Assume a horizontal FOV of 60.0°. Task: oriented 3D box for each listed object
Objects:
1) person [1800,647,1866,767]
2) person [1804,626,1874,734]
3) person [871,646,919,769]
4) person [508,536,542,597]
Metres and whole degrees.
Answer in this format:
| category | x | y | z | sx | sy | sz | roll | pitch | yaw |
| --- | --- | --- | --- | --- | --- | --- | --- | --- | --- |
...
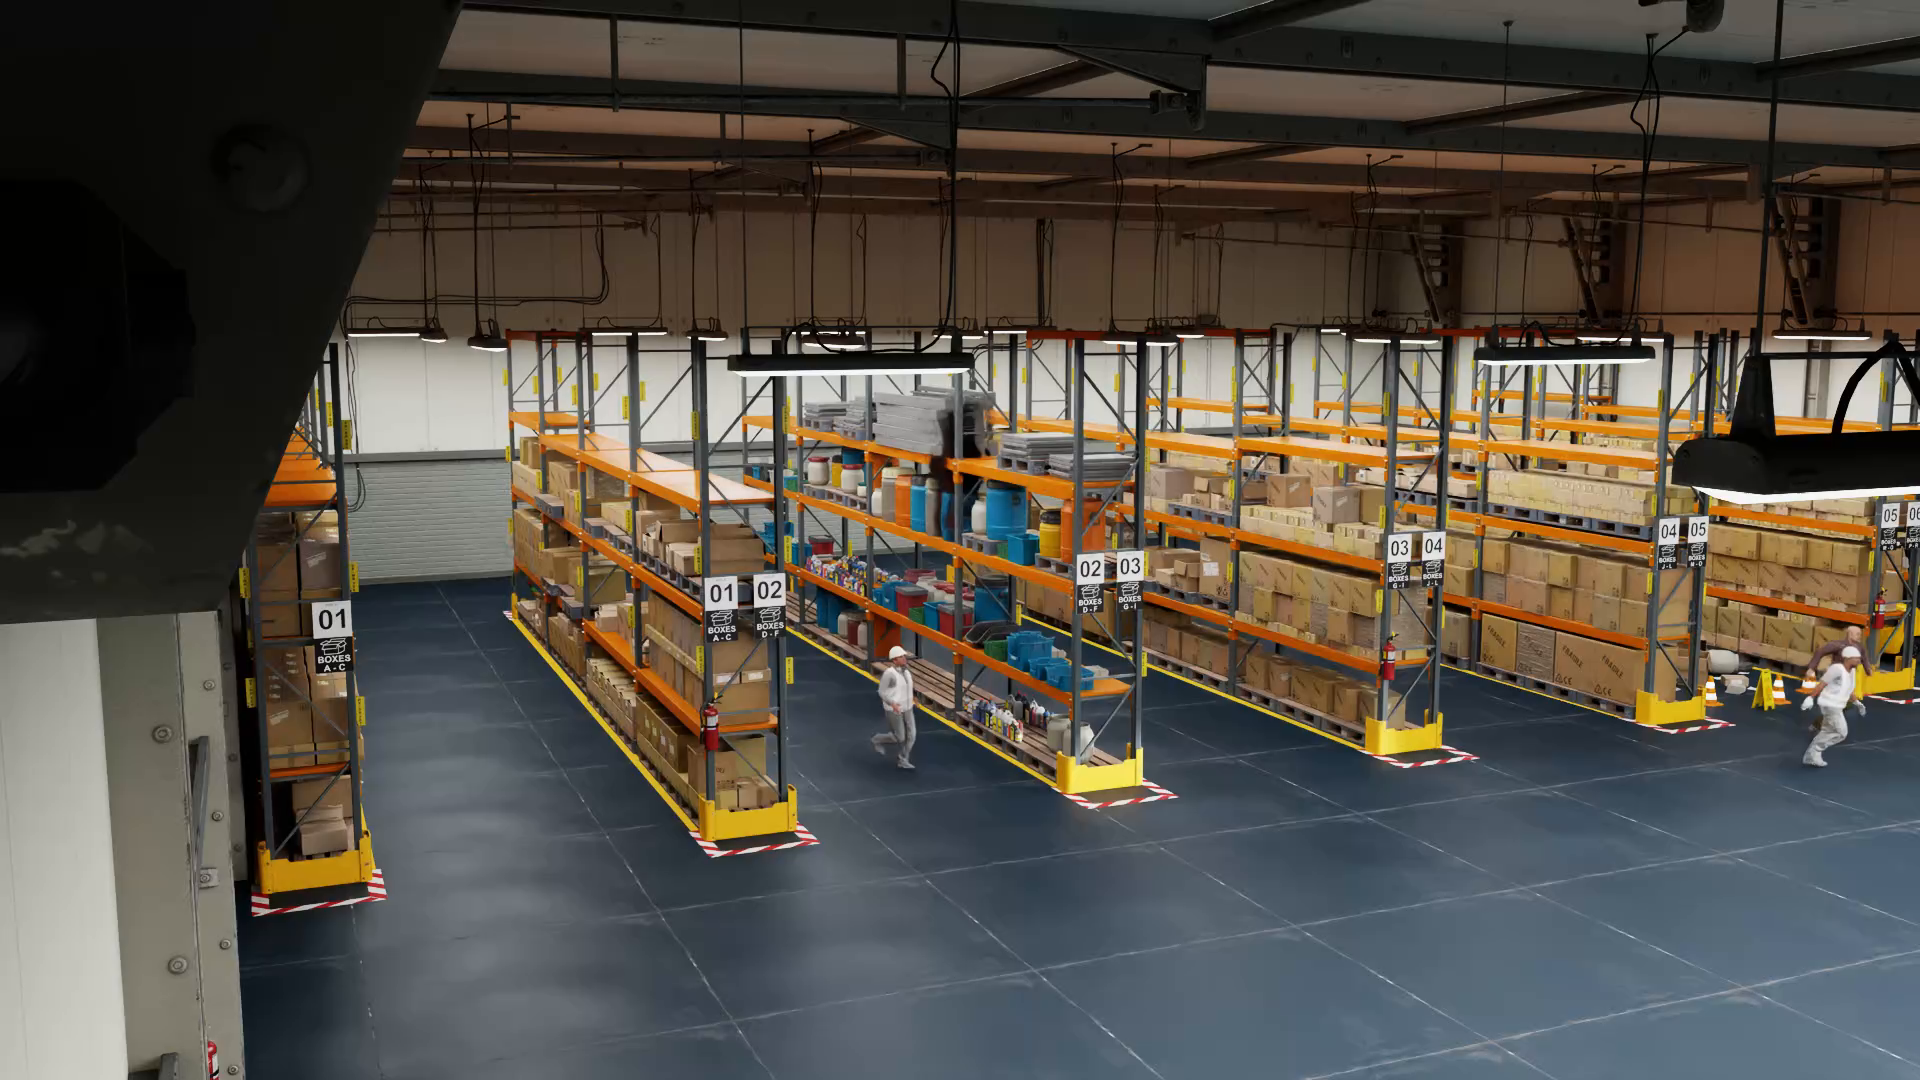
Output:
| category | x | y | z | sx | sy | sz | roll | pitch | yaw |
| --- | --- | --- | --- | --- | --- | --- | --- | --- | --- |
| person | 12.209 | 2.314 | 23.220 | 0.726 | 1.699 | 0.649 | 7 | 10 | 42 |
| person | 13.269 | 2.128 | 24.961 | 0.881 | 1.691 | 0.757 | -4 | 9 | -27 |
| person | -0.905 | 2.331 | 23.259 | 0.695 | 1.728 | 0.670 | 6 | 10 | 38 |
| person | -9.833 | 0.381 | 37.371 | 1.082 | 1.734 | 0.700 | 5 | 9 | 35 |
